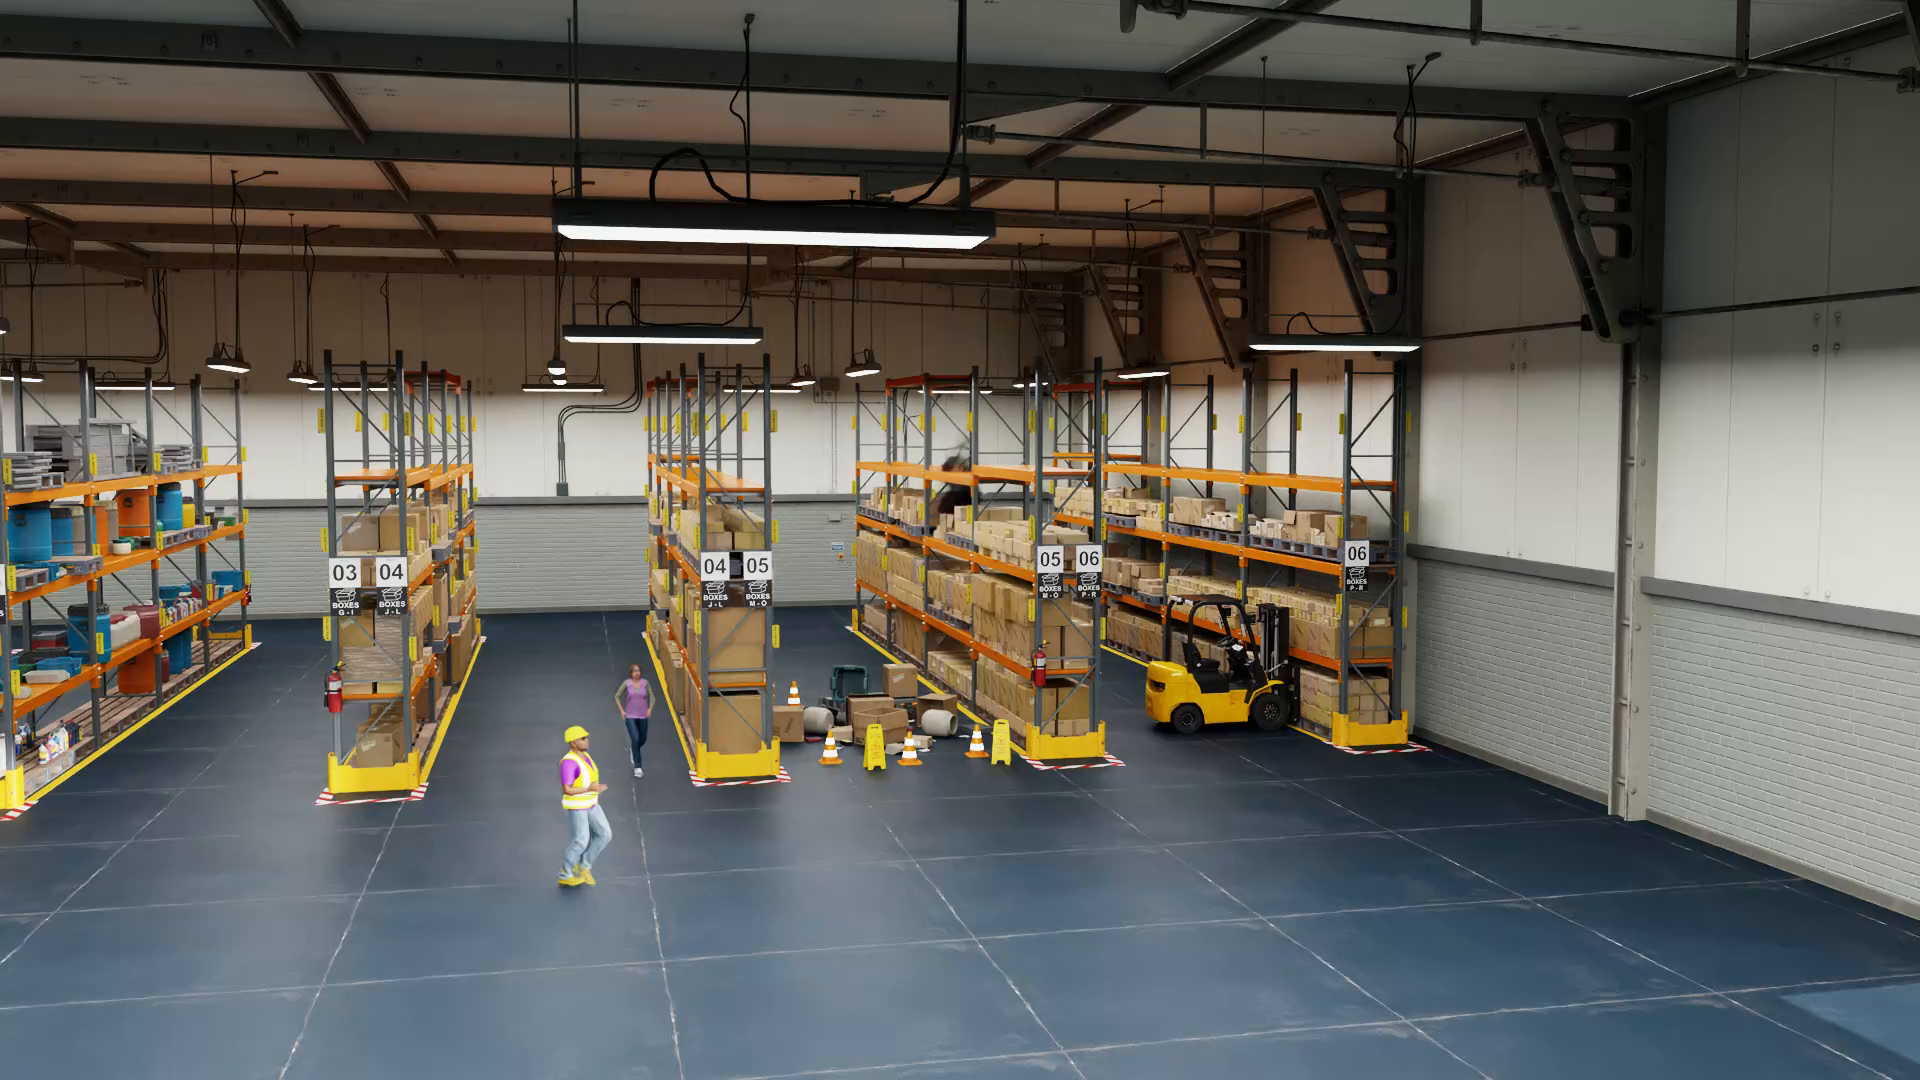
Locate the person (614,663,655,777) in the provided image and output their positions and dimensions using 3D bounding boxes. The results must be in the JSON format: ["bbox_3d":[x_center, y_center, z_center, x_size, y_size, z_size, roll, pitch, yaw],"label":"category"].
[{"bbox_3d":[-4.674,2.557,23.901,0.560,1.595,0.757,-2,4,-25],"label":"person"}]

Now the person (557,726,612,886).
[{"bbox_3d":[-4.035,2.883,17.915,0.649,1.772,0.677,1,4,14],"label":"person"}]
